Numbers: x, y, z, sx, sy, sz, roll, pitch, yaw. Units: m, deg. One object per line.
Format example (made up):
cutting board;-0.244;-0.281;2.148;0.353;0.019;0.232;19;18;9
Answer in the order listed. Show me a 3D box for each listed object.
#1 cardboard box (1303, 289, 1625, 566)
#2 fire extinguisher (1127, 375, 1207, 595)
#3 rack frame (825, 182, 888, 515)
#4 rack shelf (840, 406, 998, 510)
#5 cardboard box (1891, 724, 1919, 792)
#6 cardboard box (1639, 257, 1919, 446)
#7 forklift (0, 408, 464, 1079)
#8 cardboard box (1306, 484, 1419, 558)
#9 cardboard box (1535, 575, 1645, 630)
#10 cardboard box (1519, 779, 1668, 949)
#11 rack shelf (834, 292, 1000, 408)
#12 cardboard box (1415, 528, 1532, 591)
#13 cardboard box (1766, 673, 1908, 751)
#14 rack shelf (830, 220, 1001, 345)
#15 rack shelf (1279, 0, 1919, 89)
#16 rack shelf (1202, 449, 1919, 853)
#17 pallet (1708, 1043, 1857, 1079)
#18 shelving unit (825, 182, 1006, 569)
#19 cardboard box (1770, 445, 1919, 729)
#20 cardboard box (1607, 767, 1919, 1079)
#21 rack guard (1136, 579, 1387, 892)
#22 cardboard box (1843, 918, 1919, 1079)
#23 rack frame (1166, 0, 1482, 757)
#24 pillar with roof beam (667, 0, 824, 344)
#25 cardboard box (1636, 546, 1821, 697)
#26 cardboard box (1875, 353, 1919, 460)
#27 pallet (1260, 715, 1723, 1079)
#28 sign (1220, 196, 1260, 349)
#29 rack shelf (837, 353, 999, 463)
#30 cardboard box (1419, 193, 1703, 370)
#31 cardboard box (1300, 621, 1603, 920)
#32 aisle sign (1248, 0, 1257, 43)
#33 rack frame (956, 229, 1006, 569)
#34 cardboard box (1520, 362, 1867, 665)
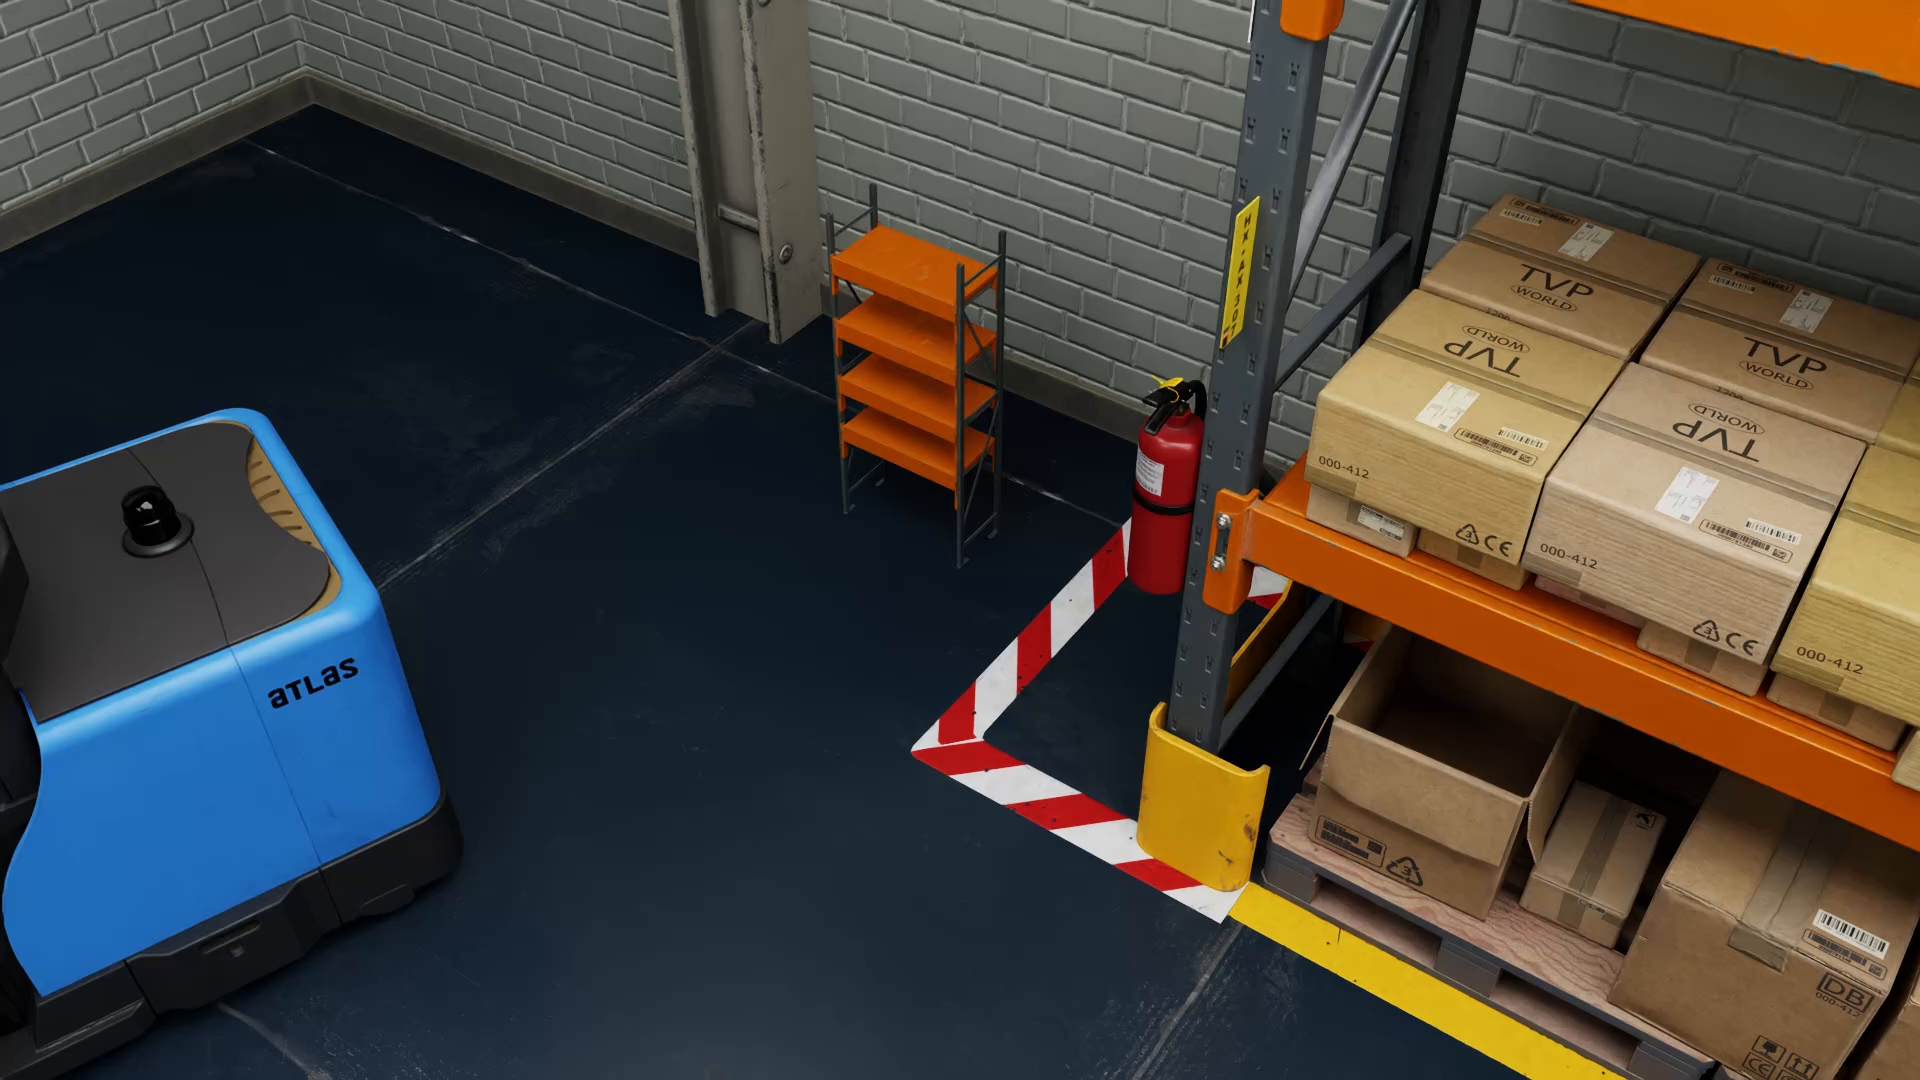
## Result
cardboard box;1.113;-0.263;3.684;0.500;0.250;0.500;25;48;26
fire extinguisher;0.510;-0.165;4.023;0.183;0.674;0.296;25;48;25
rack frame;-0.335;-0.604;5.525;0.015;1.200;0.240;25;48;25
rack shelf;-0.136;-0.312;5.598;0.480;0.148;0.258;25;48;25
cardboard box;2.034;0.360;3.286;0.250;0.149;0.380;24;47;24
cardboard box;1.847;-0.355;3.786;0.500;0.250;0.500;25;48;25
forklift;-2.895;0.145;3.390;3.031;2.935;1.130;-25;47;-25
cardboard box;1.008;-0.160;3.868;0.250;0.149;0.380;25;47;25
cardboard box;1.478;-0.006;3.696;0.250;0.149;0.380;24;47;25
cardboard box;1.668;0.847;4.377;0.250;0.149;0.380;23;47;24
rack shelf;-0.136;-0.627;5.316;0.480;0.148;0.258;25;48;25
cardboard box;1.243;-0.088;3.787;0.250;0.149;0.380;26;48;26
cardboard box;1.870;0.223;3.440;0.250;0.149;0.380;26;48;26
rack shelf;-0.136;-0.803;5.159;0.480;0.148;0.258;25;48;25
rack shelf;2.534;-0.613;2.476;4.000;0.370;1.077;25;48;25
rack shelf;2.534;0.505;3.476;4.000;0.370;1.077;25;48;25
pallet;2.606;1.311;4.126;1.213;0.211;1.003;25;48;25
shelving unit;-0.136;-0.510;5.421;0.503;1.200;0.258;25;48;25
cardboard box;1.943;0.122;3.254;0.500;0.250;0.500;24;47;25
cardboard box;2.020;0.880;4.076;0.500;0.500;0.700;27;48;27
rack guard;0.958;0.431;4.893;0.348;0.500;1.175;25;48;25
cardboard box;2.396;1.137;3.789;0.500;0.500;0.500;26;48;26
rack frame;0.896;-0.529;4.092;0.127;3.000;1.000;25;48;25
pillar with roof beam;-3.266;-1.939;1.169;0.400;9.000;9.100;25;48;25
cardboard box;1.650;0.124;3.550;0.250;0.149;0.380;27;48;27
cardboard box;2.249;-0.163;3.572;0.500;0.250;0.500;27;48;27
pallet;1.612;0.844;4.649;1.213;0.211;1.003;25;48;25
sign;0.585;-0.556;3.472;0.005;0.325;0.100;25;48;25
rack shelf;-0.136;-0.460;5.466;0.480;0.148;0.258;25;48;25
cardboard box;1.425;-0.553;4.008;0.500;0.250;0.500;26;48;26
cardboard box;1.343;0.531;4.465;0.637;0.503;0.797;23;47;24
aisle sign;0.672;-1.364;3.075;0.004;0.787;0.394;25;48;25
rack frame;0.064;-0.417;5.316;0.015;1.200;0.240;25;48;25
cardboard box;1.526;-0.070;3.469;0.500;0.250;0.500;26;48;26
